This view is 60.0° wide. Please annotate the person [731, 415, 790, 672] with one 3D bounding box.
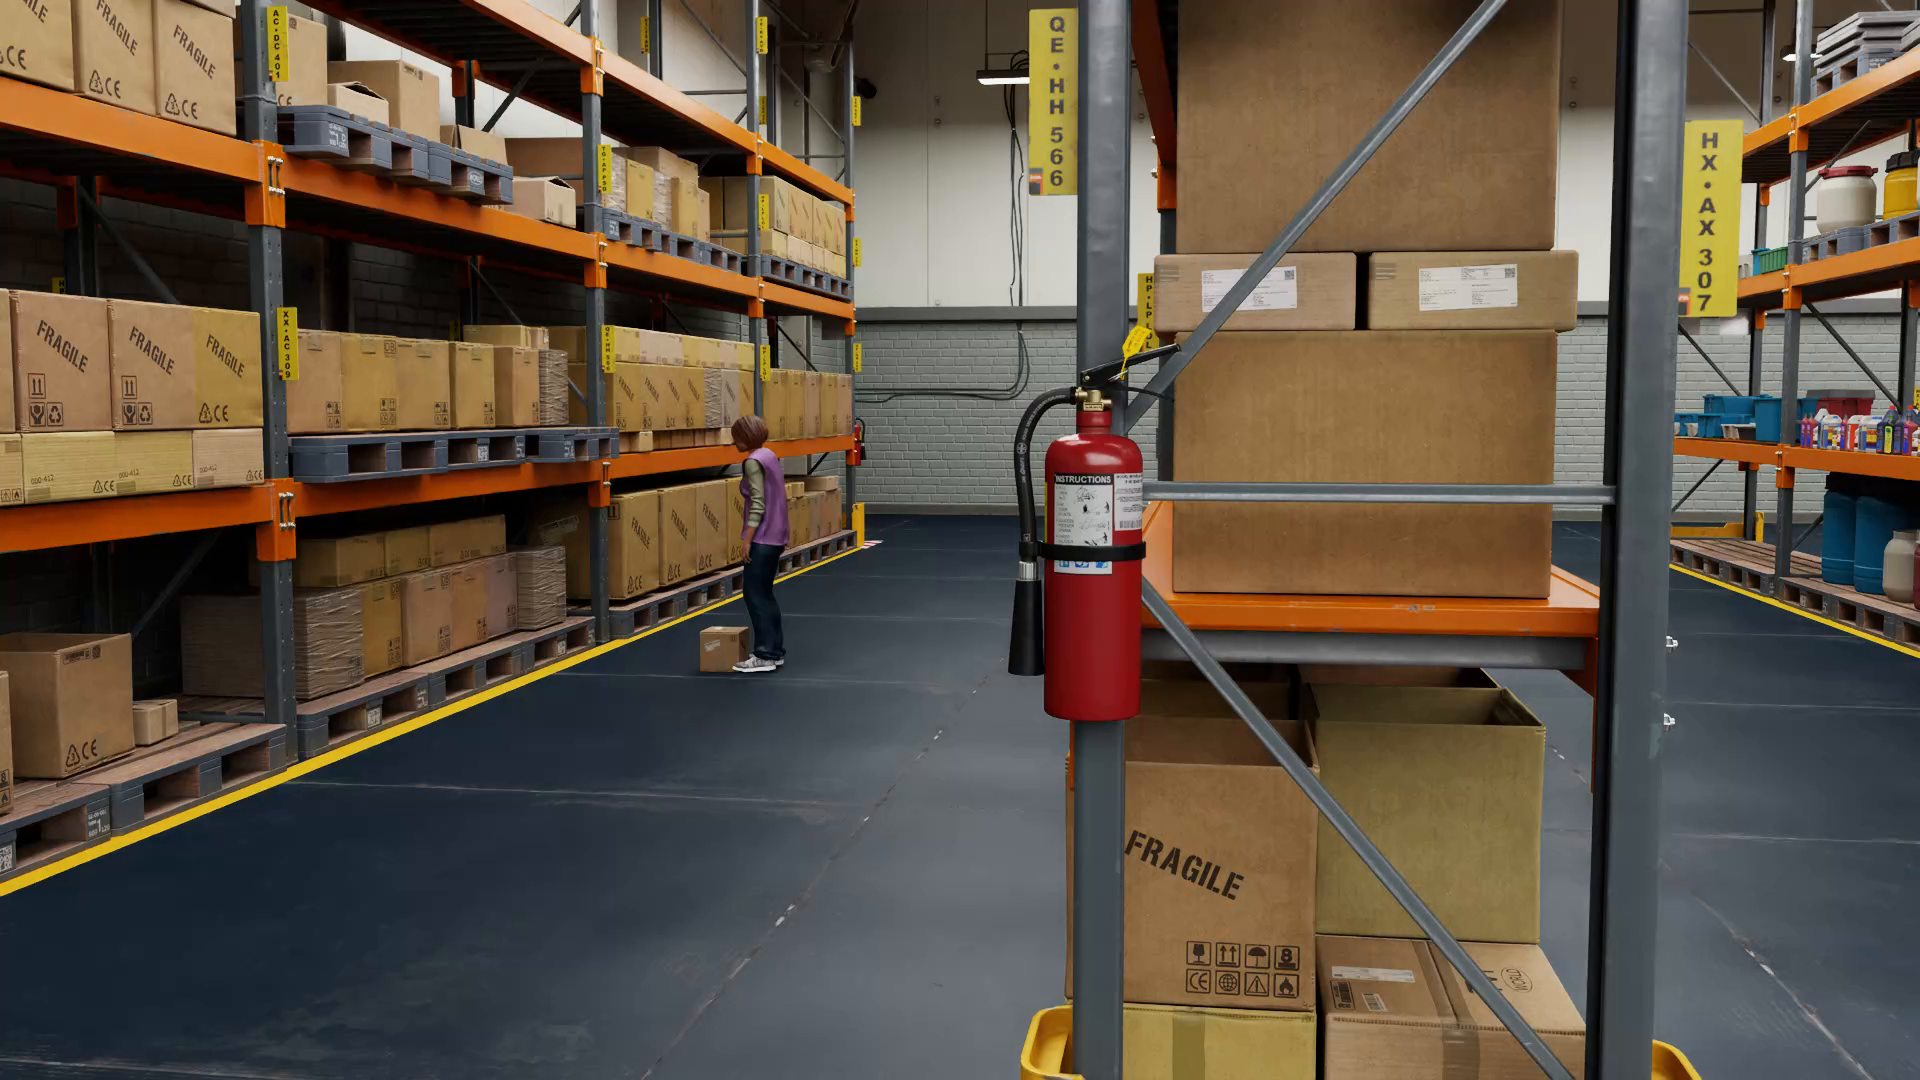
[{"bbox_3d":[-1.242,0.020,10.385,0.344,1.593,0.462,1,5,9],"label":"person"}]
